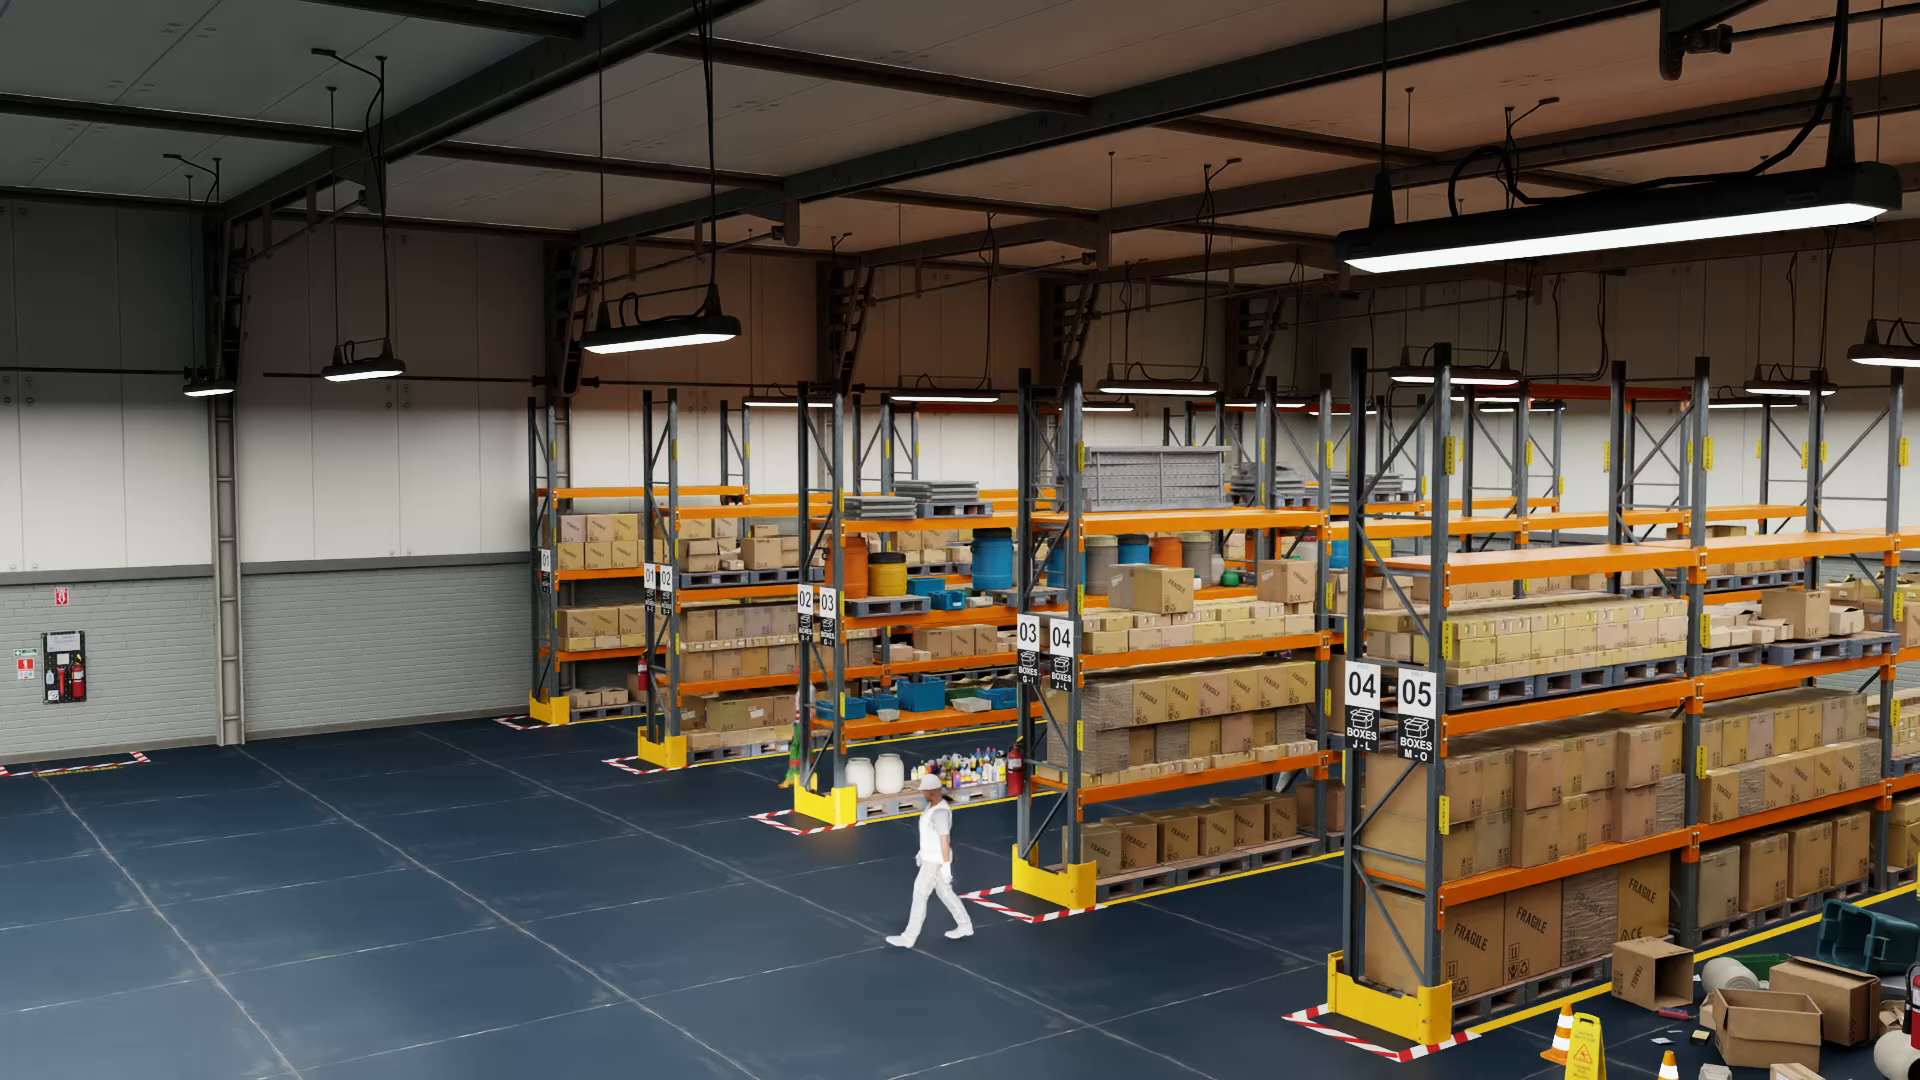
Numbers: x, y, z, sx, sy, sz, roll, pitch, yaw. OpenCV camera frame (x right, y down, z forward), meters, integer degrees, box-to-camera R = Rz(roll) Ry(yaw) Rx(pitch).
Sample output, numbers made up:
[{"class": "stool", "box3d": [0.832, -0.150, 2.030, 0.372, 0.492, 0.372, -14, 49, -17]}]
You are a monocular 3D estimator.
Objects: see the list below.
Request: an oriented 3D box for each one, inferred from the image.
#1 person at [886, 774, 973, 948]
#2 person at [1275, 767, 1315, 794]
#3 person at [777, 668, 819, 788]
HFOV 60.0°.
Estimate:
[{"class": "person", "box3d": [-0.312, 3.284, 17.126, 0.916, 1.751, 0.632, 0, 3, -4]}, {"class": "person", "box3d": [4.748, 2.948, 23.380, 0.977, 1.616, 0.457, -1, 4, -23]}, {"class": "person", "box3d": [-2.452, 2.789, 25.120, 0.639, 1.791, 0.623, 0, 3, -8]}]
